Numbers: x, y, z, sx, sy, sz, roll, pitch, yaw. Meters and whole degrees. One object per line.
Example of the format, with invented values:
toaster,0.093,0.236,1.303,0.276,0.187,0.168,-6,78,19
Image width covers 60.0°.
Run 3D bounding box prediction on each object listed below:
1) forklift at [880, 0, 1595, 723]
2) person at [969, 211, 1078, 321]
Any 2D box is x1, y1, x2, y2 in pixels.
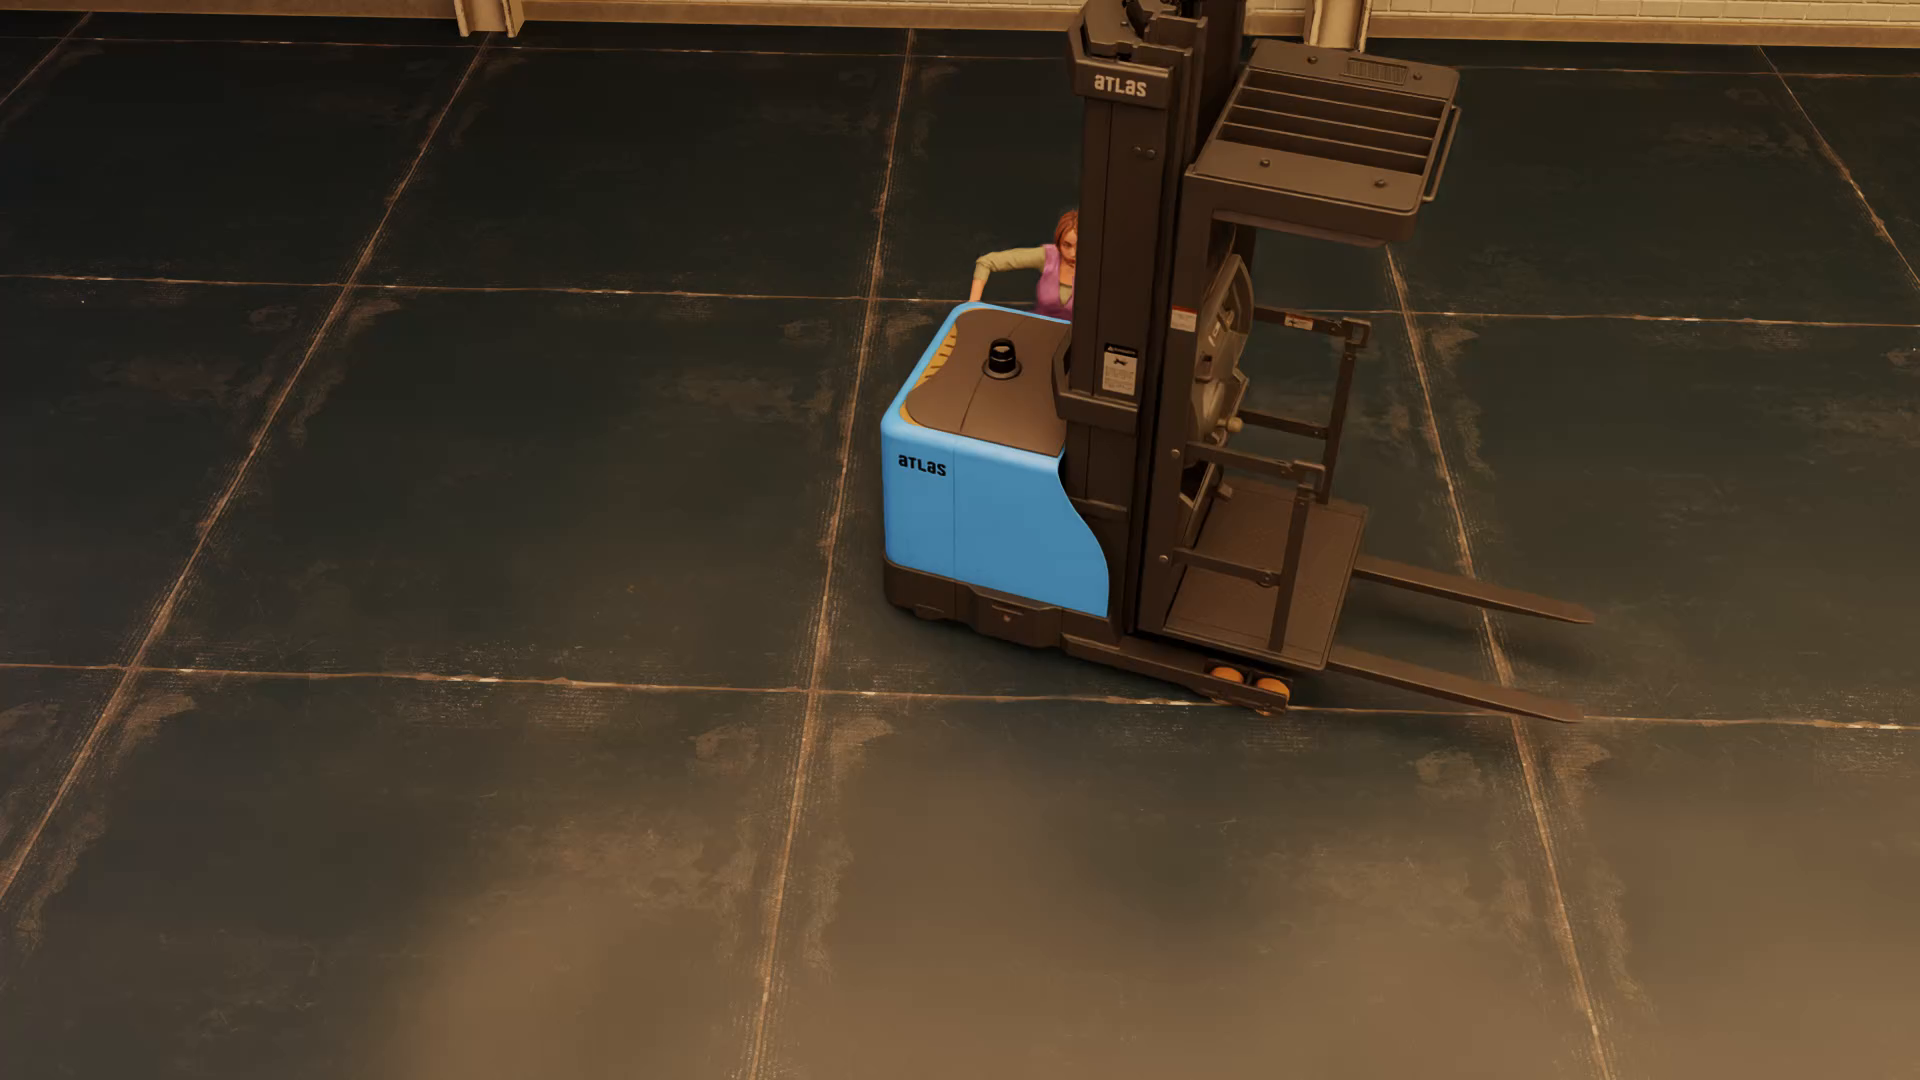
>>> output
forklift,1.226,-0.738,6.551,3.031,2.935,1.130,14,44,15
person,0.475,-0.798,7.738,0.967,1.400,0.732,5,43,5
